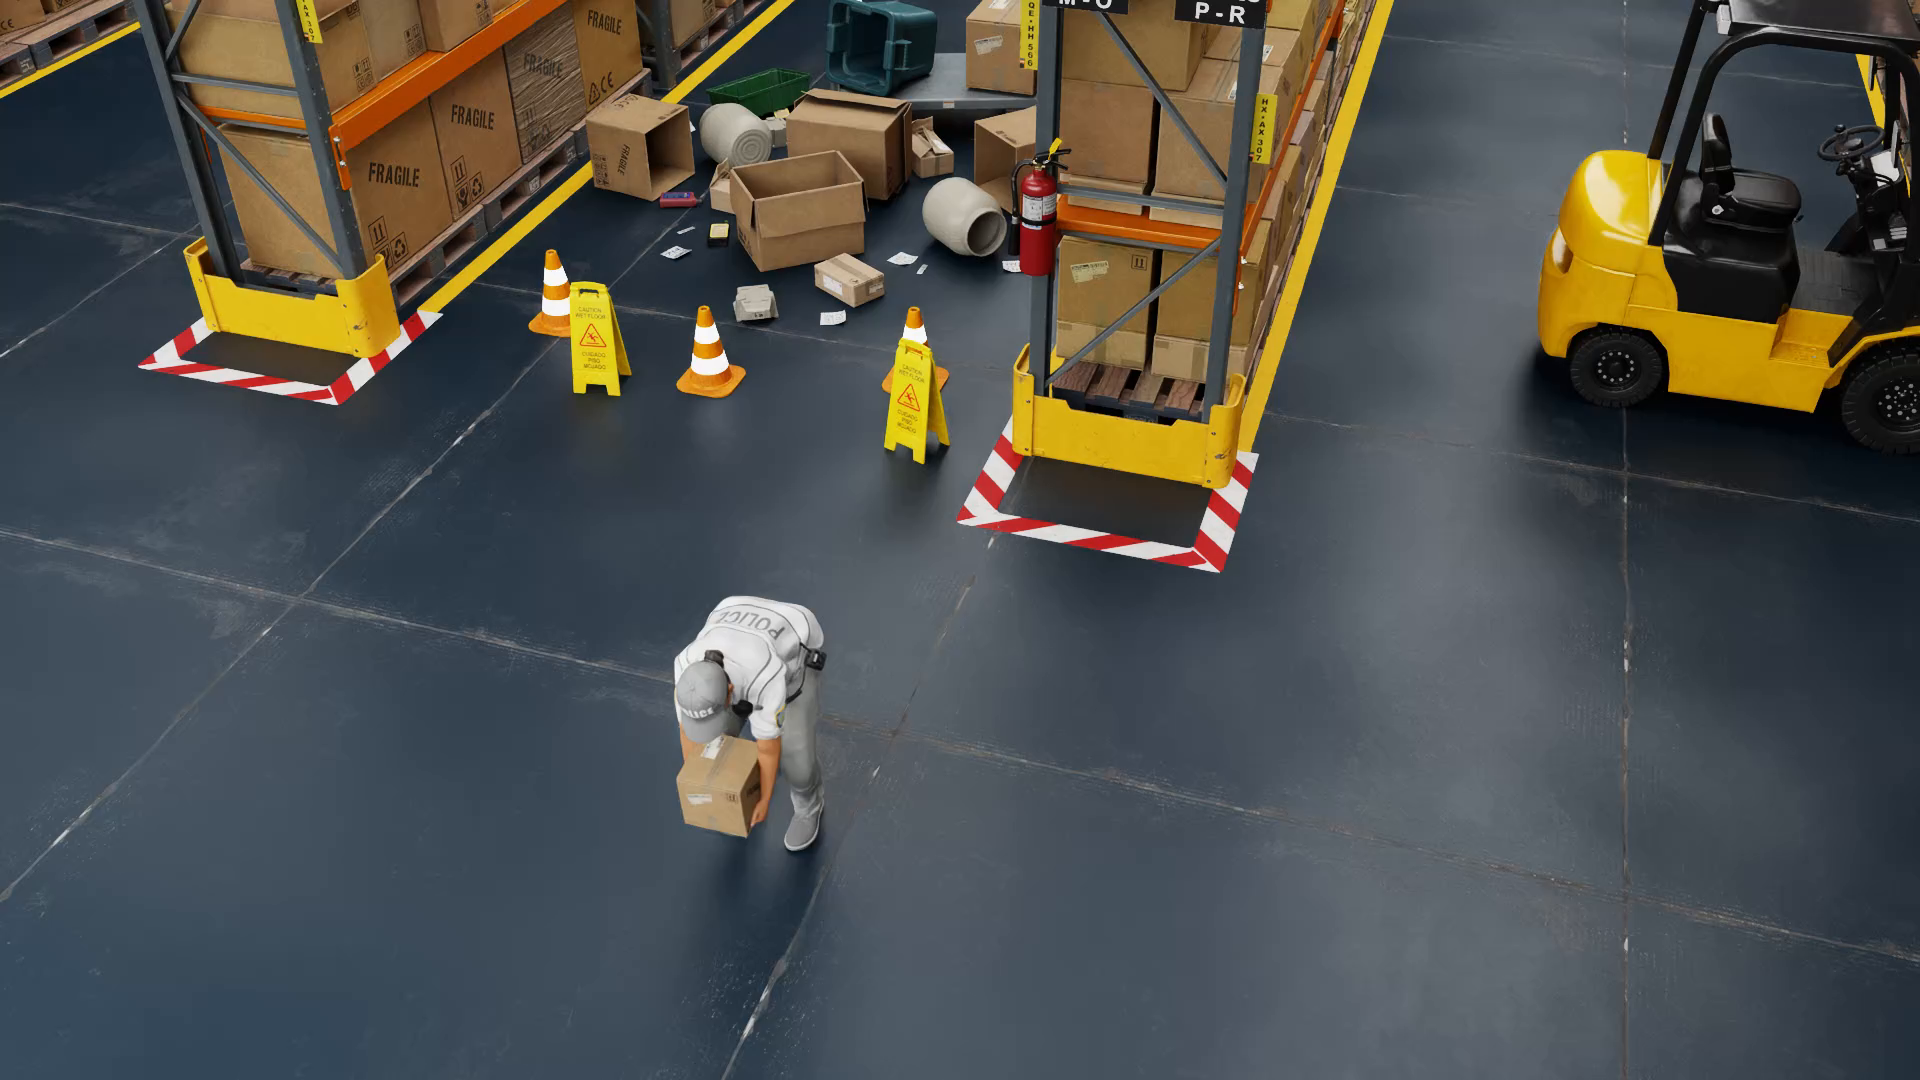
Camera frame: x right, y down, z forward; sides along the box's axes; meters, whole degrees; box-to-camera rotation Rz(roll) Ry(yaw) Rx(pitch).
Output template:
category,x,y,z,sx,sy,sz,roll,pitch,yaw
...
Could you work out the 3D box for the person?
category,x,y,z,sx,sy,sz,roll,pitch,yaw
person,-0.806,0.733,6.266,0.474,1.258,0.892,9,38,12
